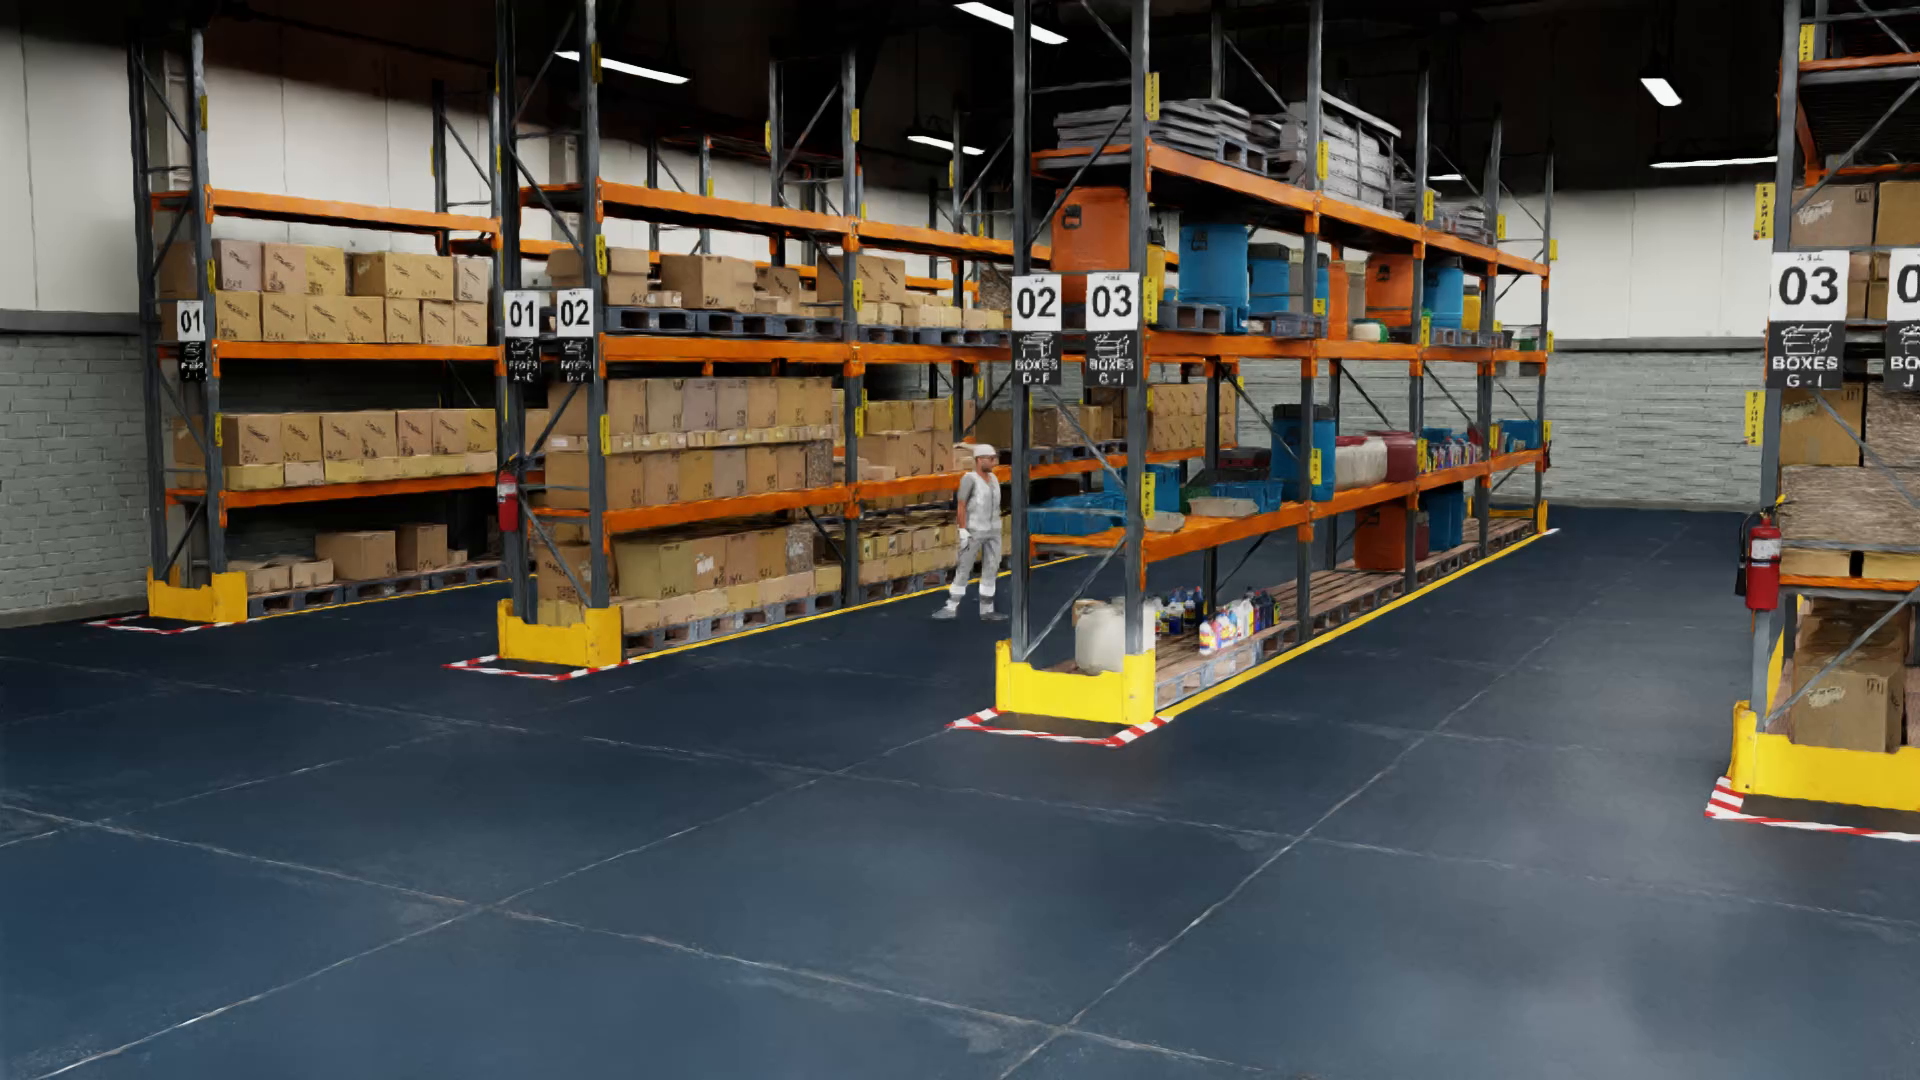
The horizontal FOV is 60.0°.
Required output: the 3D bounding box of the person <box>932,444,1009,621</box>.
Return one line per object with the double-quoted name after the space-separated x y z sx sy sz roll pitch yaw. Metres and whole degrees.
0.101 -0.068 16.650 0.701 1.792 0.489 -4 7 -37 "person"
